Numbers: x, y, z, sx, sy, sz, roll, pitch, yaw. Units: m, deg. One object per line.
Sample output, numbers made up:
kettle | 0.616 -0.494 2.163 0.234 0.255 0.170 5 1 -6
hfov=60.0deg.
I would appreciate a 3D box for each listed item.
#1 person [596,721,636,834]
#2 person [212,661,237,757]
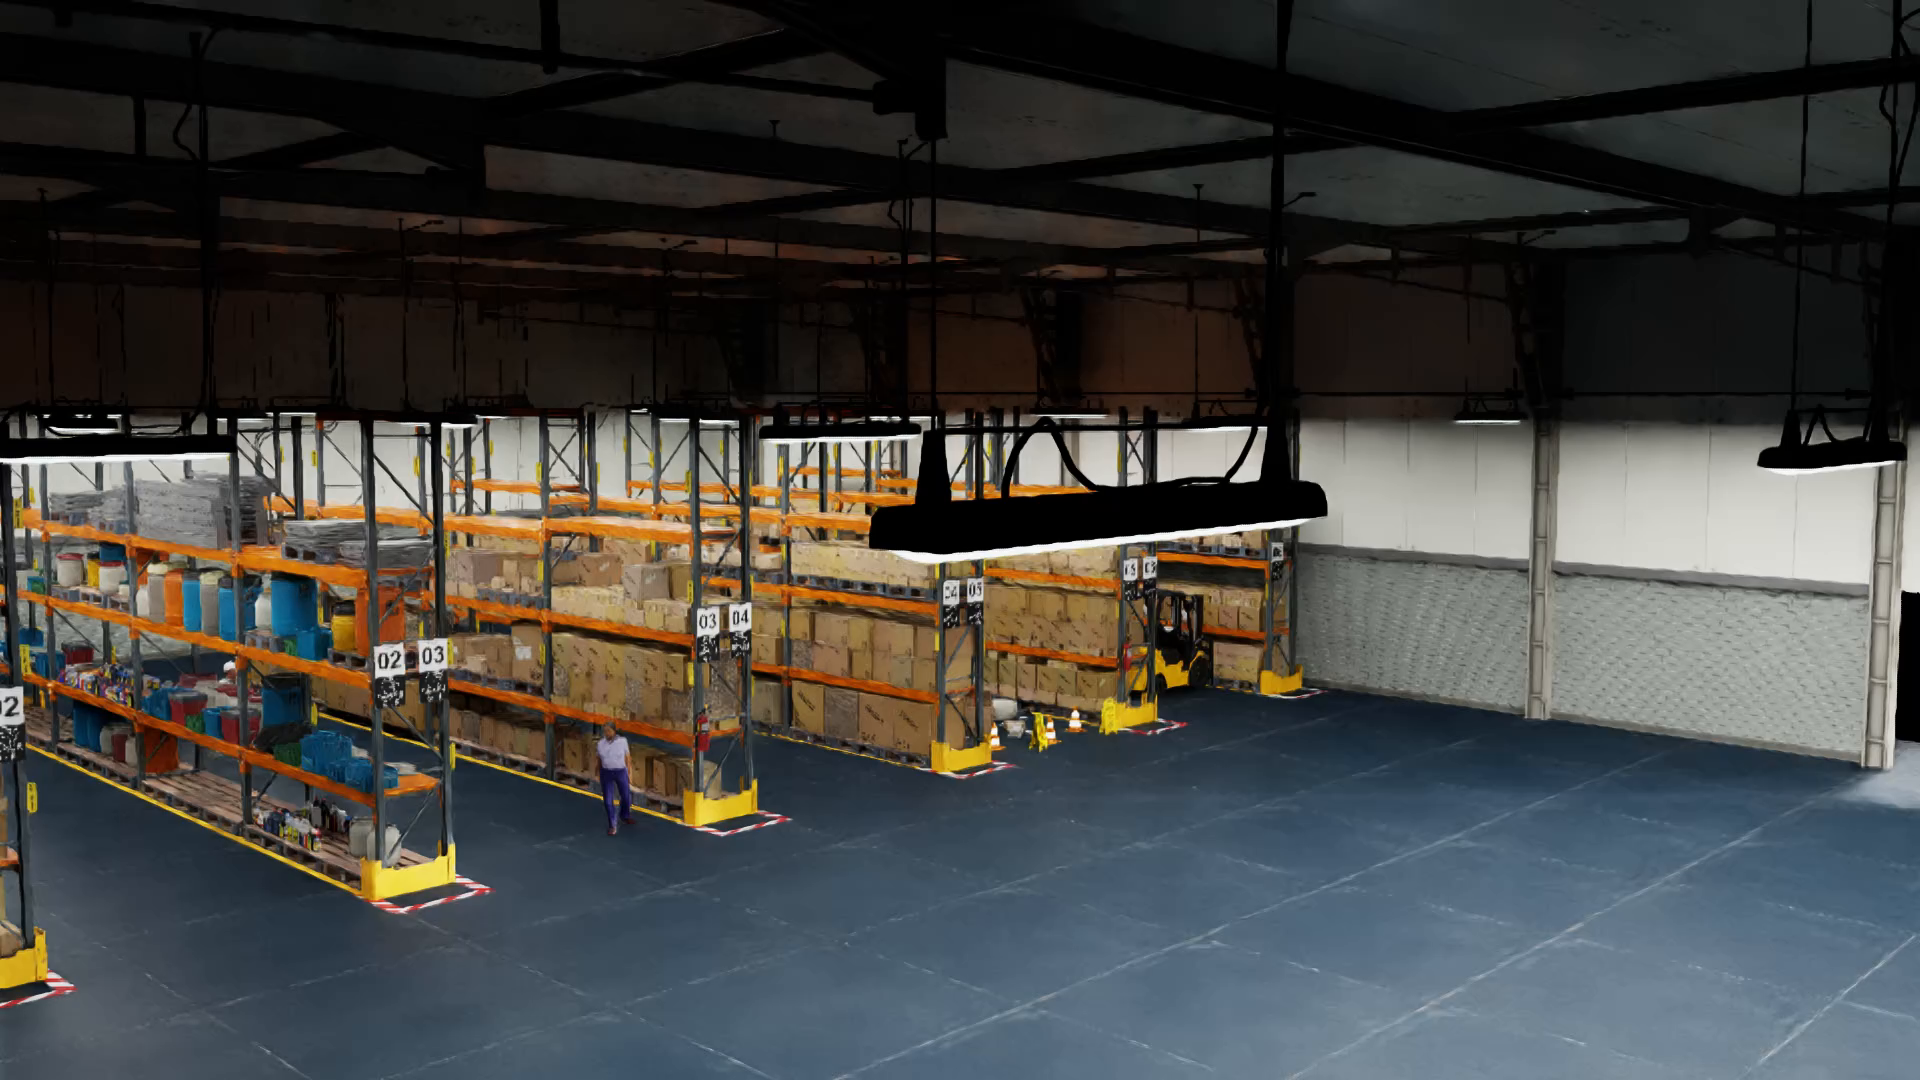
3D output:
person | -4.979 3.392 24.051 0.546 1.634 0.552 -1 5 -9
person | -12.529 2.934 28.615 1.029 1.715 0.538 4 6 35
